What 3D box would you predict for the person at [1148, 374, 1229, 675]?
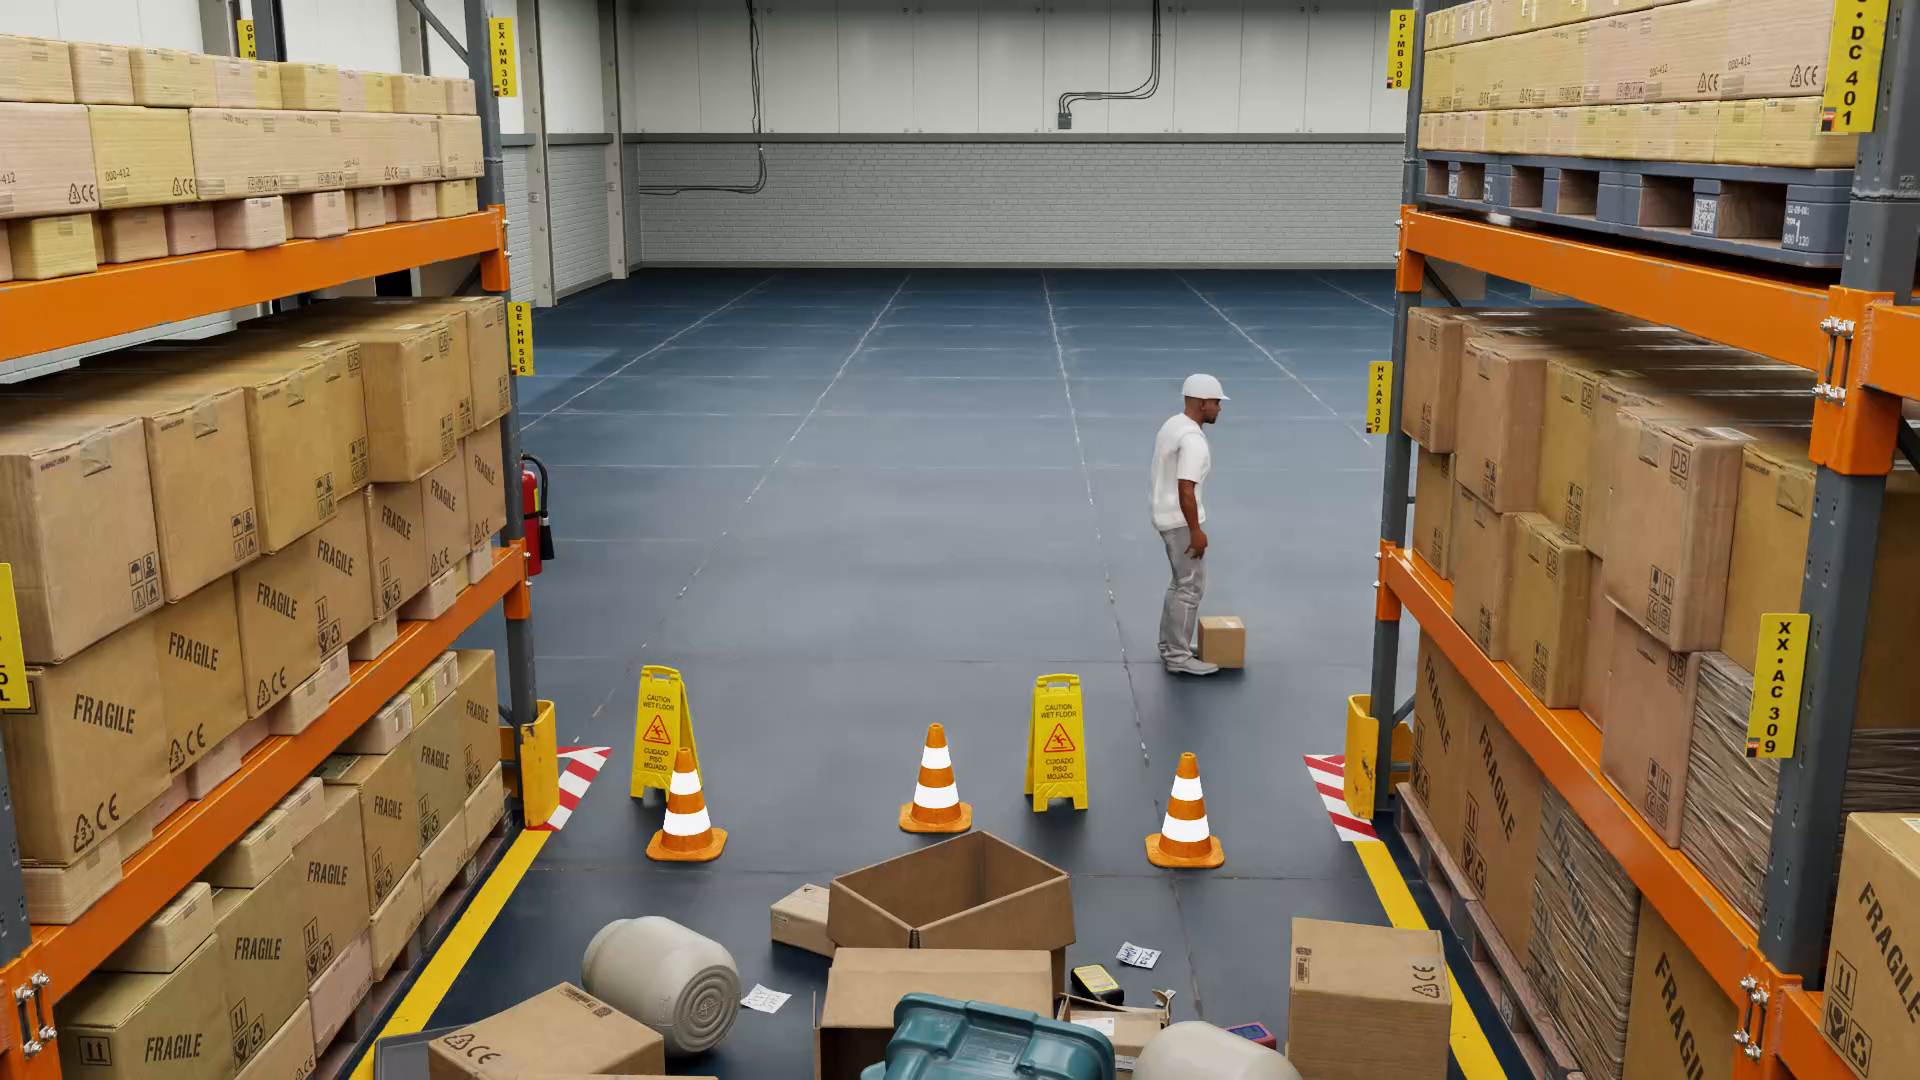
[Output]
[{"bbox_3d":[1.357,-0.111,9.914,0.461,1.759,0.628,0,14,-2],"label":"person"}]
